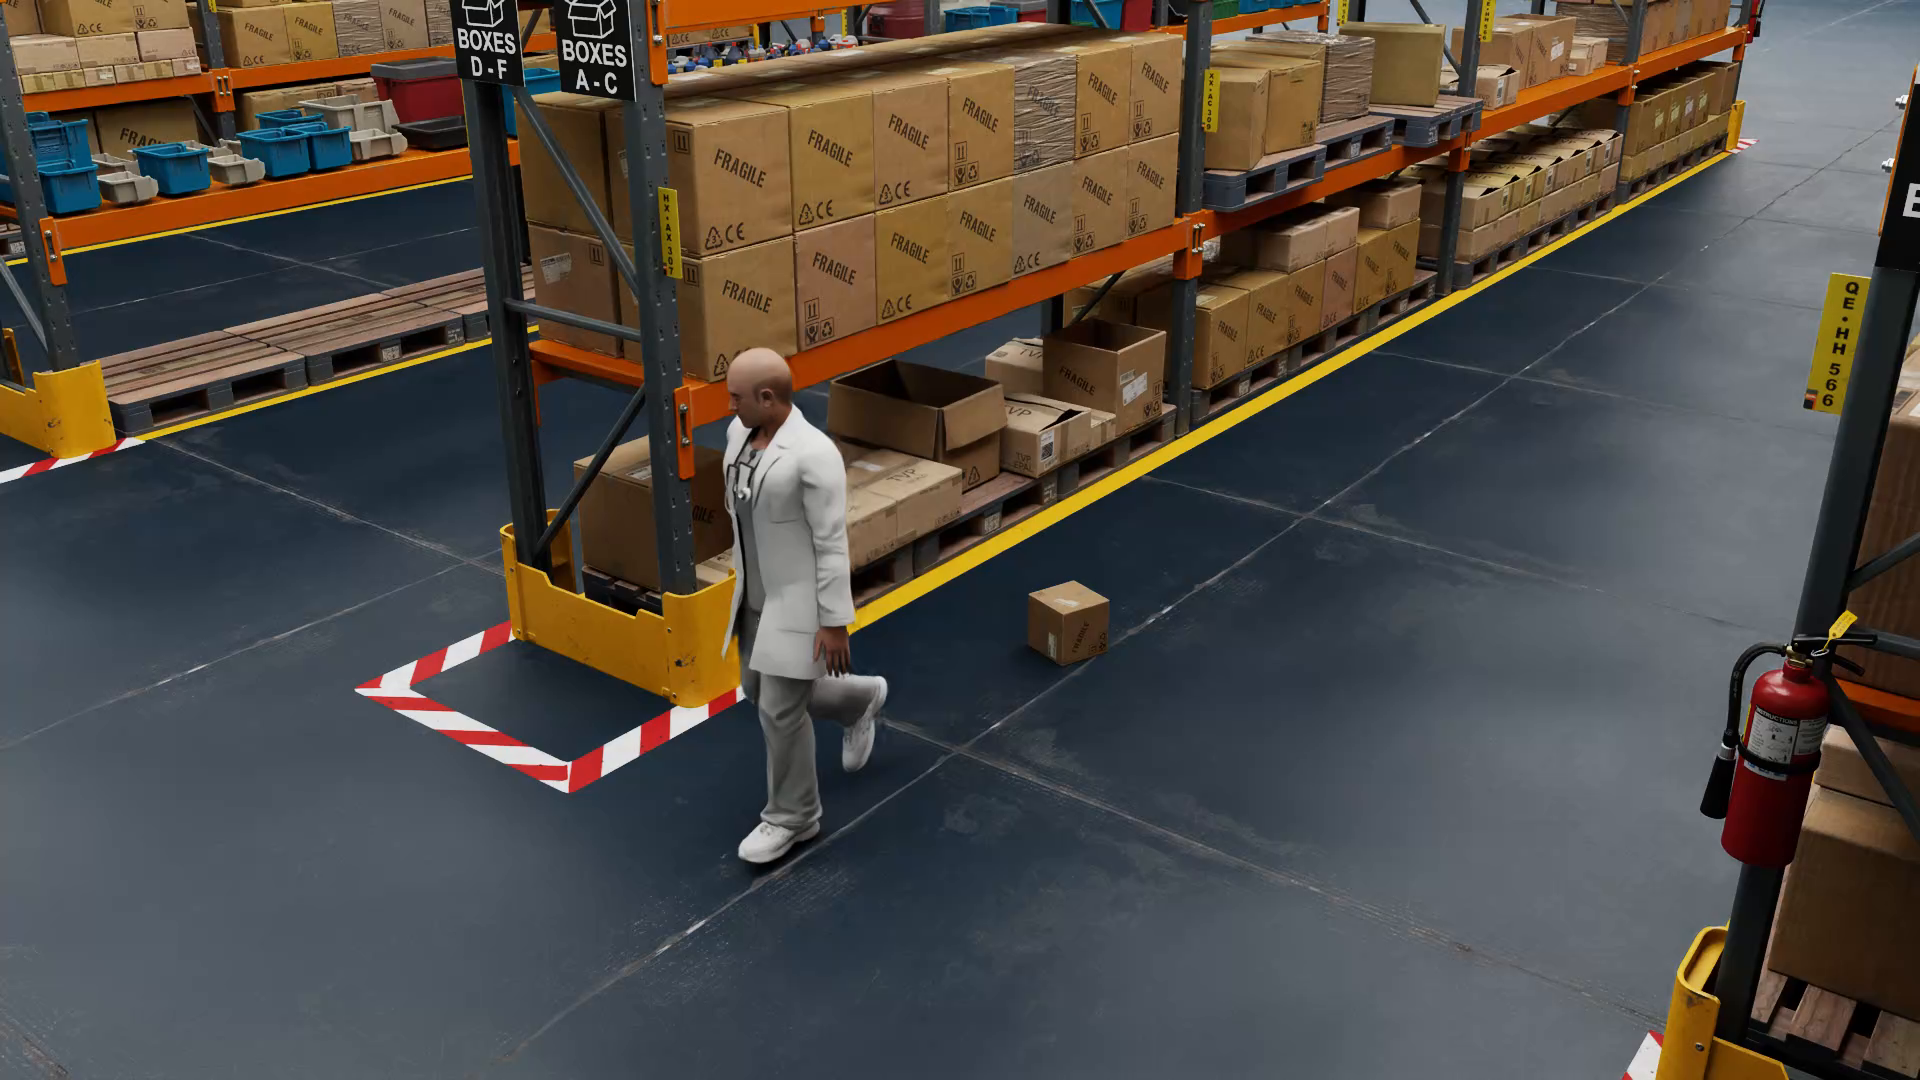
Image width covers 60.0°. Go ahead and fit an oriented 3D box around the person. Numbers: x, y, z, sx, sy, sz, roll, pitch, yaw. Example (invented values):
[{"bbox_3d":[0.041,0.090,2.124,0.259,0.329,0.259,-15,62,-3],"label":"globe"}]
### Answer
[{"bbox_3d":[-0.536,0.173,5.696,0.831,1.750,0.669,-19,30,-37],"label":"person"}]
